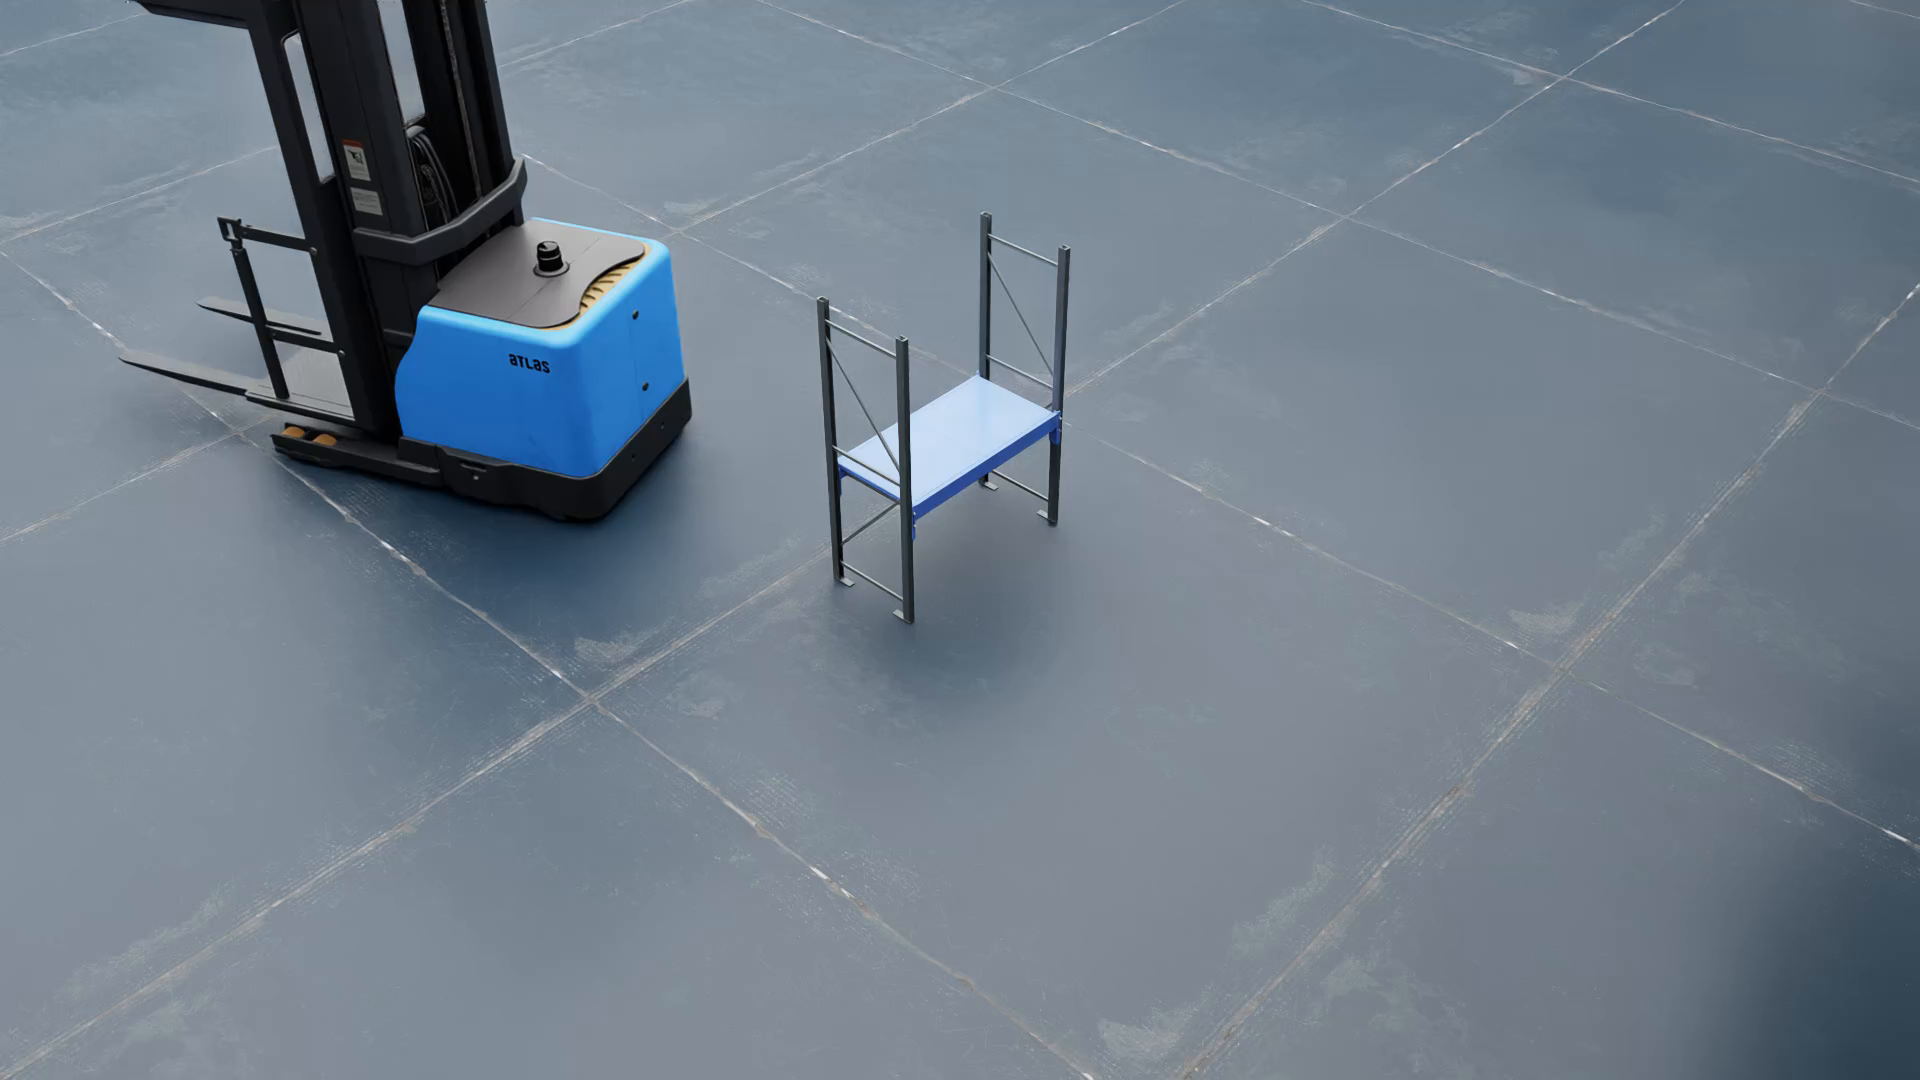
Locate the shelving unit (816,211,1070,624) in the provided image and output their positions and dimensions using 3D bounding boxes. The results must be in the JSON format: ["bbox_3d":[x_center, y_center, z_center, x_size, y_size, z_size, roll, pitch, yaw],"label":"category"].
[{"bbox_3d":[-0.058,-0.548,7.517,0.538,1.500,1.048,30,47,32],"label":"shelving unit"}]

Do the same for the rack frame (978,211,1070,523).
[{"bbox_3d":[0.285,-0.781,7.811,0.500,1.500,0.032,30,47,32],"label":"rack frame"}]

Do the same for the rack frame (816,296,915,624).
[{"bbox_3d":[-0.400,-0.314,7.224,0.500,1.500,0.032,30,47,32],"label":"rack frame"}]

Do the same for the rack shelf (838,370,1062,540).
[{"bbox_3d":[-0.058,-0.407,7.629,0.538,0.185,1.000,30,47,32],"label":"rack shelf"}]

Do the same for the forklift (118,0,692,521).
[{"bbox_3d":[-2.978,-1.812,7.957,3.031,2.935,1.130,13,40,16],"label":"forklift"}]
